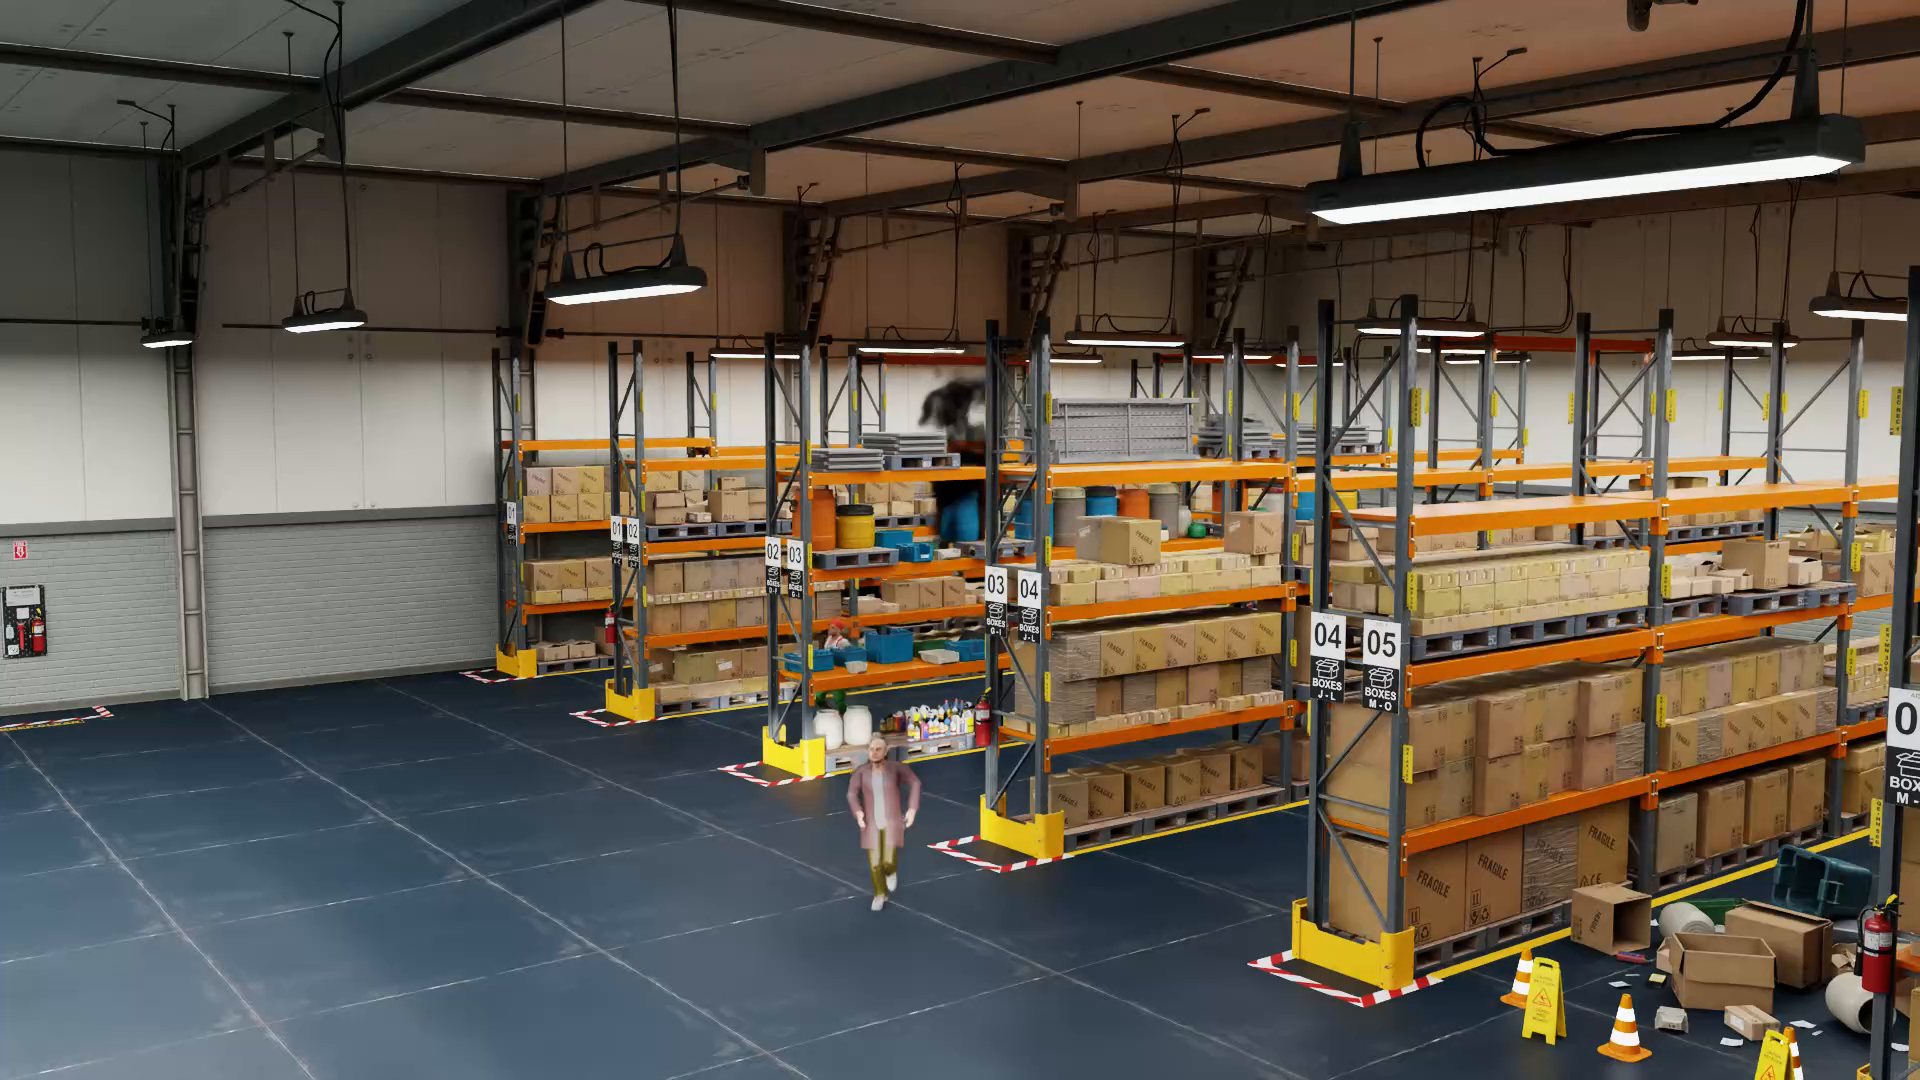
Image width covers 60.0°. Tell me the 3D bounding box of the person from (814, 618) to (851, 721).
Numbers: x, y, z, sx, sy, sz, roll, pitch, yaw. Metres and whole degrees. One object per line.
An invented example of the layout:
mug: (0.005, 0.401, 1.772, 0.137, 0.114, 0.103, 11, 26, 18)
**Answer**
person: (-1.928, 2.068, 25.116, 0.641, 1.773, 0.690, 4, 7, 39)

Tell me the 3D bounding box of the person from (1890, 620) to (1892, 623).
person: (14.025, 2.074, 24.978, 0.980, 1.800, 0.665, -4, 7, -40)

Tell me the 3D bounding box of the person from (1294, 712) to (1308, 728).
person: (4.923, 2.228, 23.931, 0.548, 1.655, 0.580, 5, 7, 42)

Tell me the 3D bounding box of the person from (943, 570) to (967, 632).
person: (-0.090, 1.399, 33.275, 0.856, 1.669, 0.624, -4, 6, -39)

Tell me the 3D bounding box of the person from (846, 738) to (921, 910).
person: (-0.785, 2.850, 16.624, 0.734, 1.743, 0.636, 1, 5, 9)
